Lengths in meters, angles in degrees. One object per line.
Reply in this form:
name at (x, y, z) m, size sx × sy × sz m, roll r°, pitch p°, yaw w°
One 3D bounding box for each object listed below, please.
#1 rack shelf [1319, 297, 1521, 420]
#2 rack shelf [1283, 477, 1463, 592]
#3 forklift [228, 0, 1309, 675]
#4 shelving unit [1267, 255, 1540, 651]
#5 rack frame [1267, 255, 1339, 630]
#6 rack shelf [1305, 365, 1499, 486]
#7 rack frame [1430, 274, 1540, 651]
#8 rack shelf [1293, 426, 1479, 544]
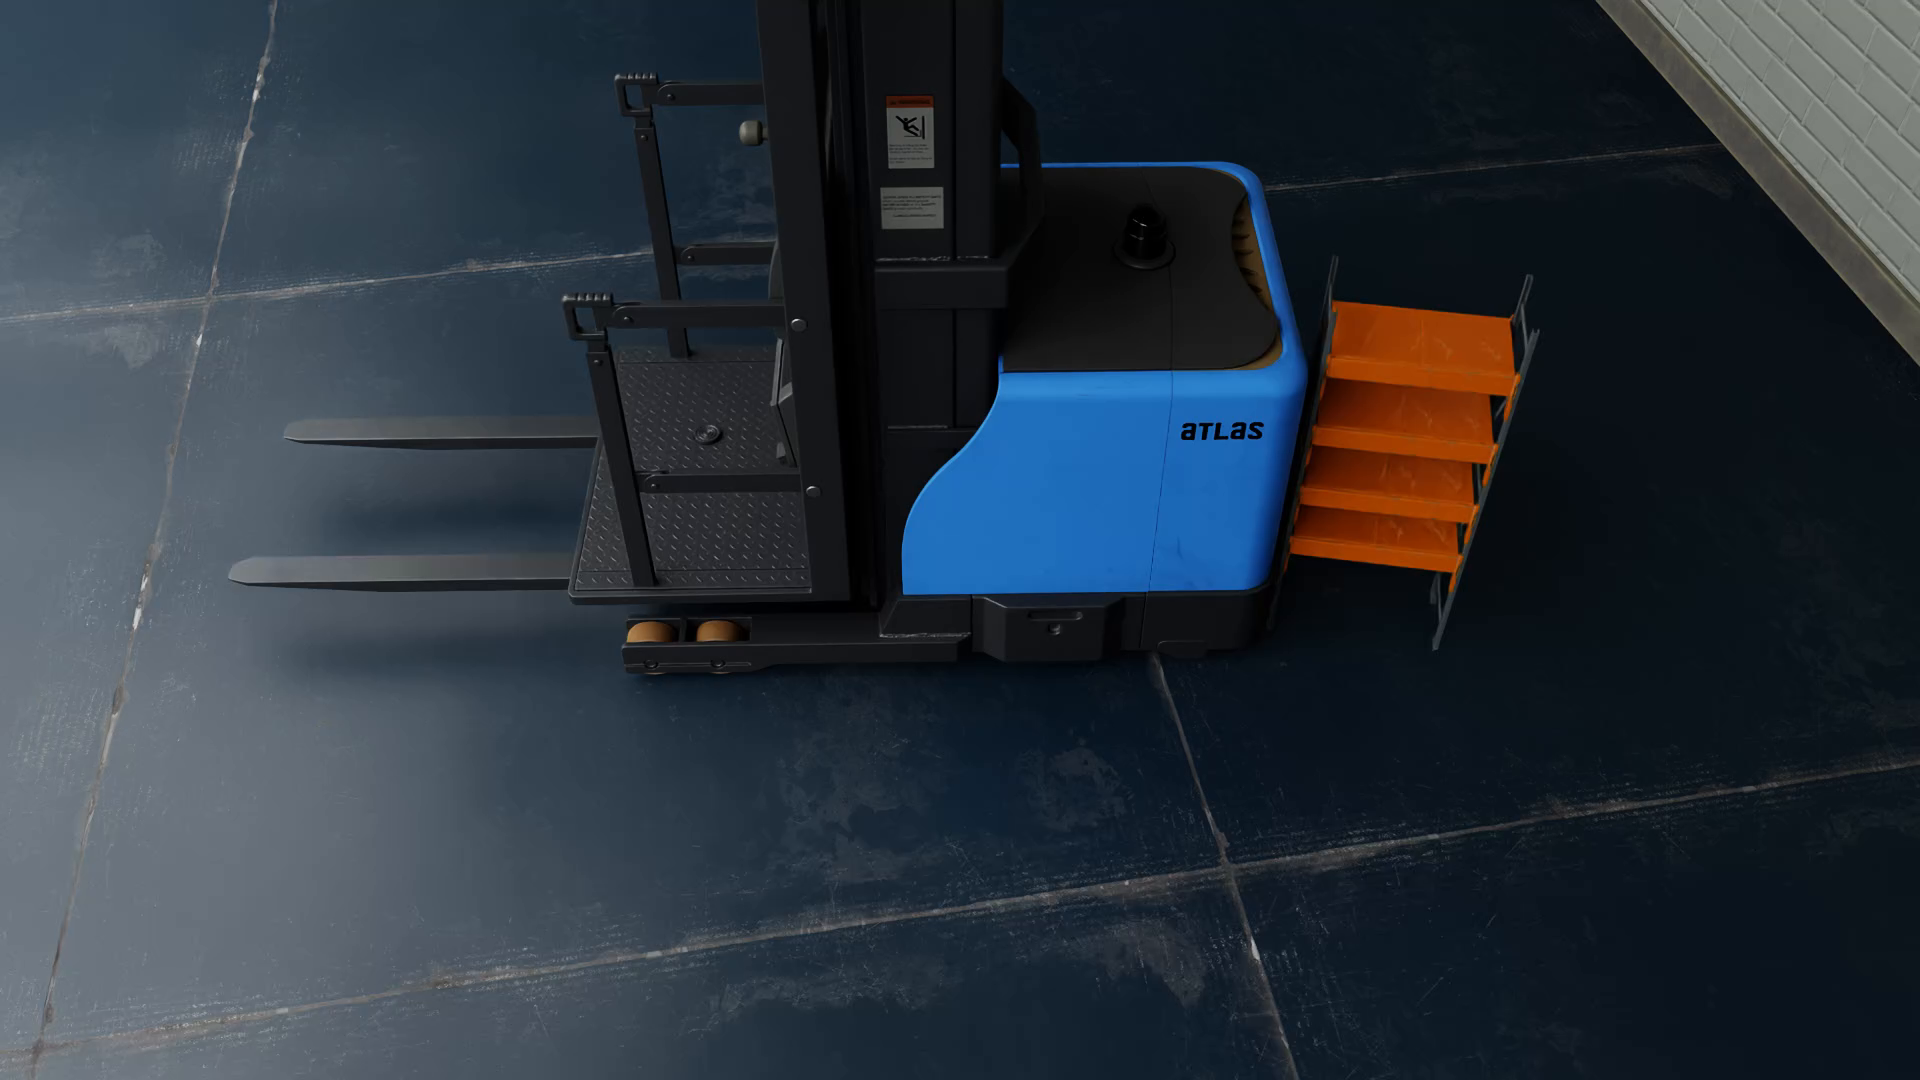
rack shelf at (1.190, -0.476, 4.329) m, size 0.480 × 0.148 × 0.258 m, roll 7°, pitch 46°, yaw 6°
rack shelf at (1.189, -0.019, 4.803) m, size 0.480 × 0.148 × 0.258 m, roll 7°, pitch 46°, yaw 6°
forklift at (-0.622, -1.009, 4.187) m, size 3.031 × 2.935 × 1.130 m, roll -1°, pitch 46°, yaw -1°
shelving unit at (1.189, -0.203, 4.612) m, size 0.503 × 1.200 × 0.258 m, roll 7°, pitch 46°, yaw 6°
rack frame at (0.949, -0.232, 4.640) m, size 0.015 × 1.200 × 0.240 m, roll 7°, pitch 46°, yaw 6°
rack shelf at (1.190, -0.312, 4.499) m, size 0.480 × 0.148 × 0.258 m, roll 7°, pitch 46°, yaw 6°
rack frame at (1.430, -0.174, 4.584) m, size 0.015 × 1.200 × 0.240 m, roll 7°, pitch 46°, yaw 6°
rack shelf at (1.189, -0.157, 4.660) m, size 0.480 × 0.148 × 0.258 m, roll 7°, pitch 46°, yaw 6°
